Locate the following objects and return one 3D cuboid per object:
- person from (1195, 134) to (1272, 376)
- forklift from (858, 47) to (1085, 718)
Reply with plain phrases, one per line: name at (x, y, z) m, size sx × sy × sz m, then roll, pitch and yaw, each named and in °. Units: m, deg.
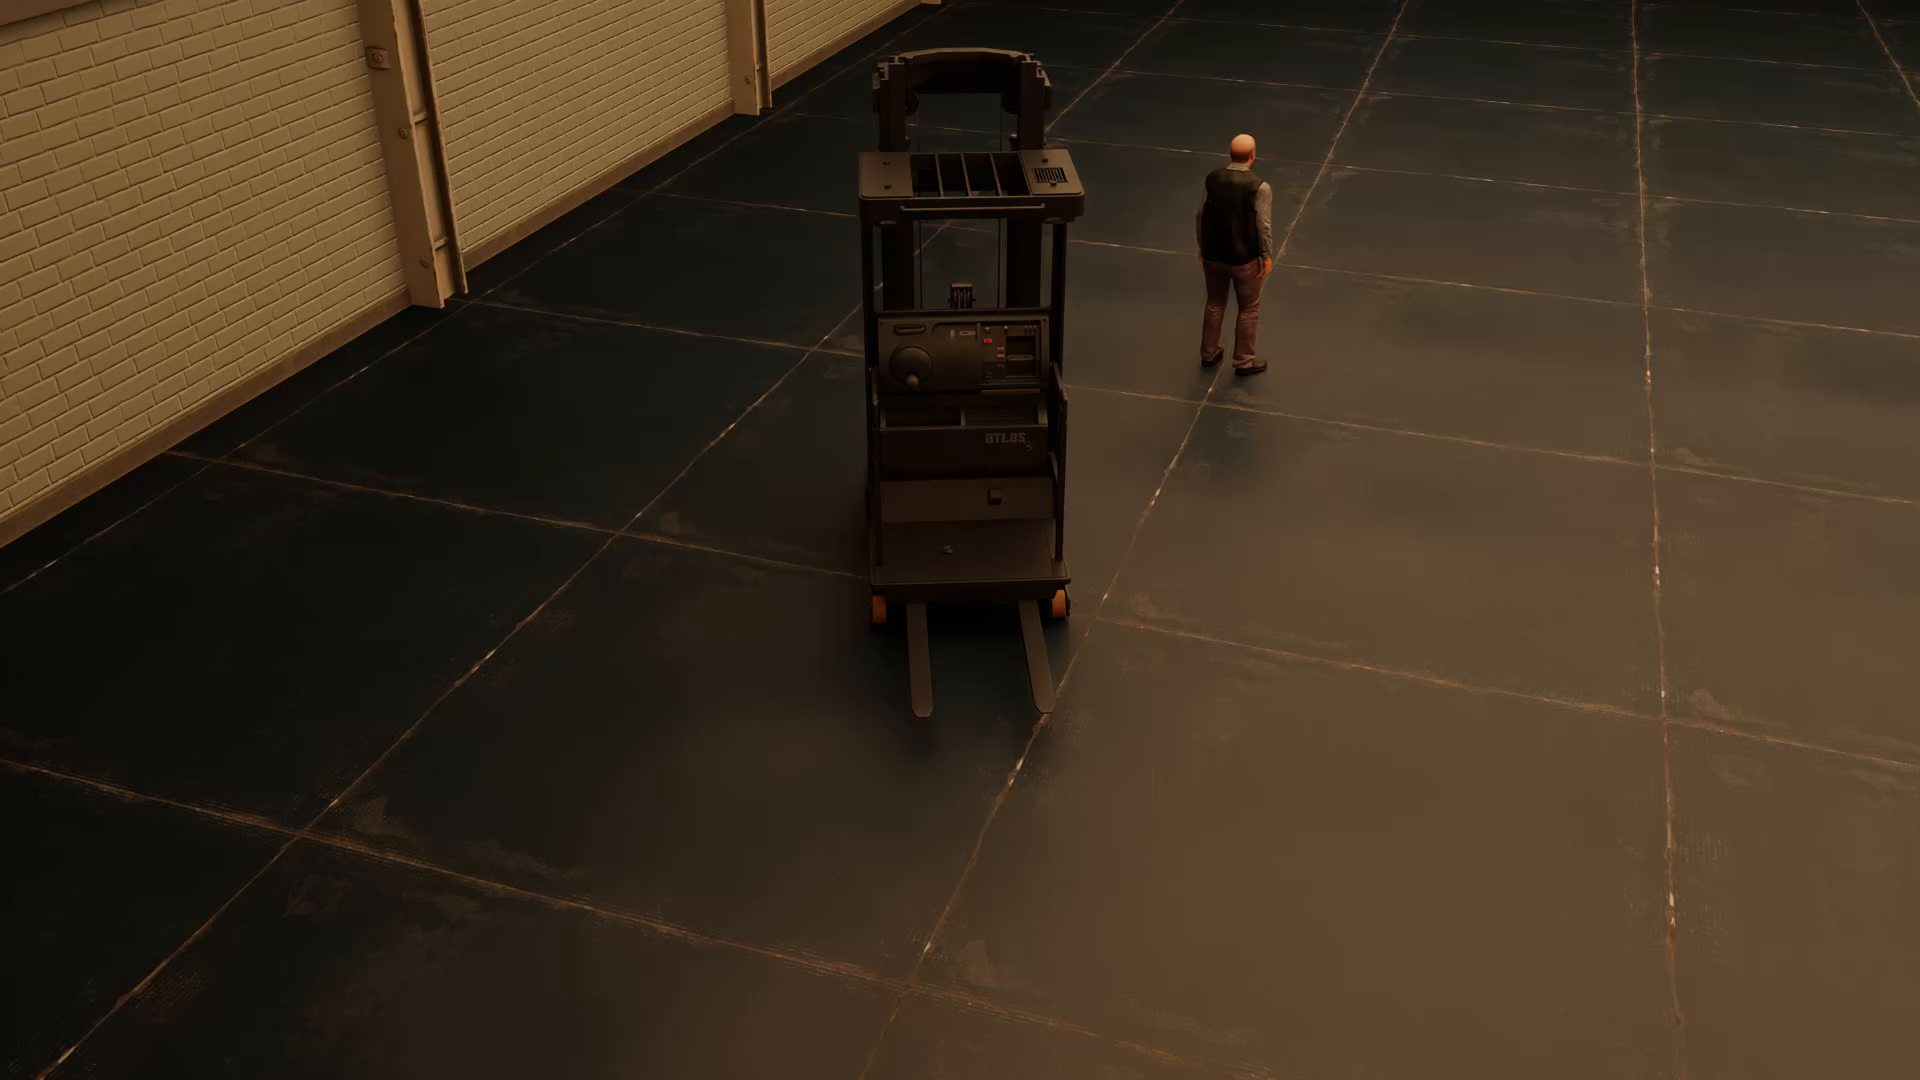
person at (1.953, -2.036, 11.934) m, size 0.583 × 1.719 × 0.427 m, roll 19°, pitch 35°, yaw 30°
forklift at (0.035, -0.972, 8.842) m, size 1.130 × 2.935 × 3.031 m, roll -2°, pitch 30°, yaw -3°
